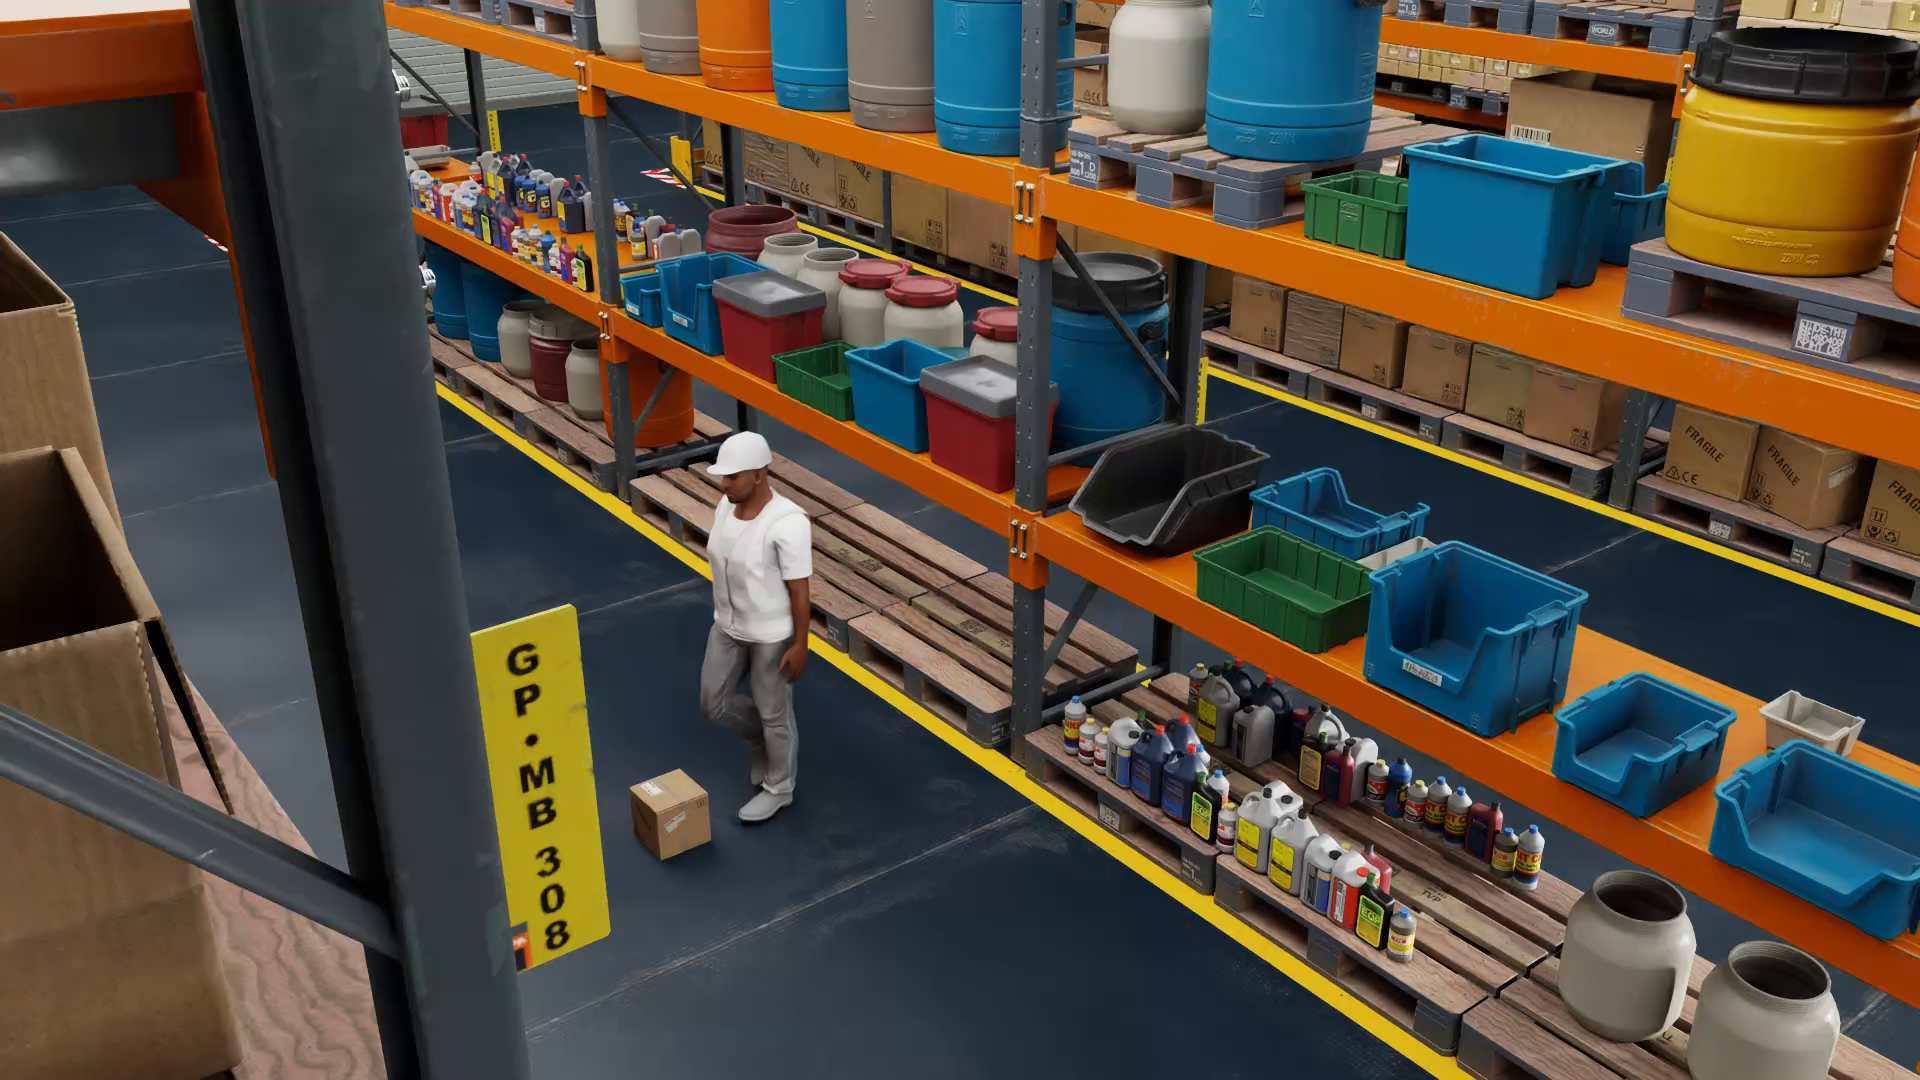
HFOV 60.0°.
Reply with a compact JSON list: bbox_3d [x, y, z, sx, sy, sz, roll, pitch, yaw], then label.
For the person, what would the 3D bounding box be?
[{"bbox_3d":[-0.876,0.382,7.224,0.590,1.765,0.467,19,31,35],"label":"person"}]
